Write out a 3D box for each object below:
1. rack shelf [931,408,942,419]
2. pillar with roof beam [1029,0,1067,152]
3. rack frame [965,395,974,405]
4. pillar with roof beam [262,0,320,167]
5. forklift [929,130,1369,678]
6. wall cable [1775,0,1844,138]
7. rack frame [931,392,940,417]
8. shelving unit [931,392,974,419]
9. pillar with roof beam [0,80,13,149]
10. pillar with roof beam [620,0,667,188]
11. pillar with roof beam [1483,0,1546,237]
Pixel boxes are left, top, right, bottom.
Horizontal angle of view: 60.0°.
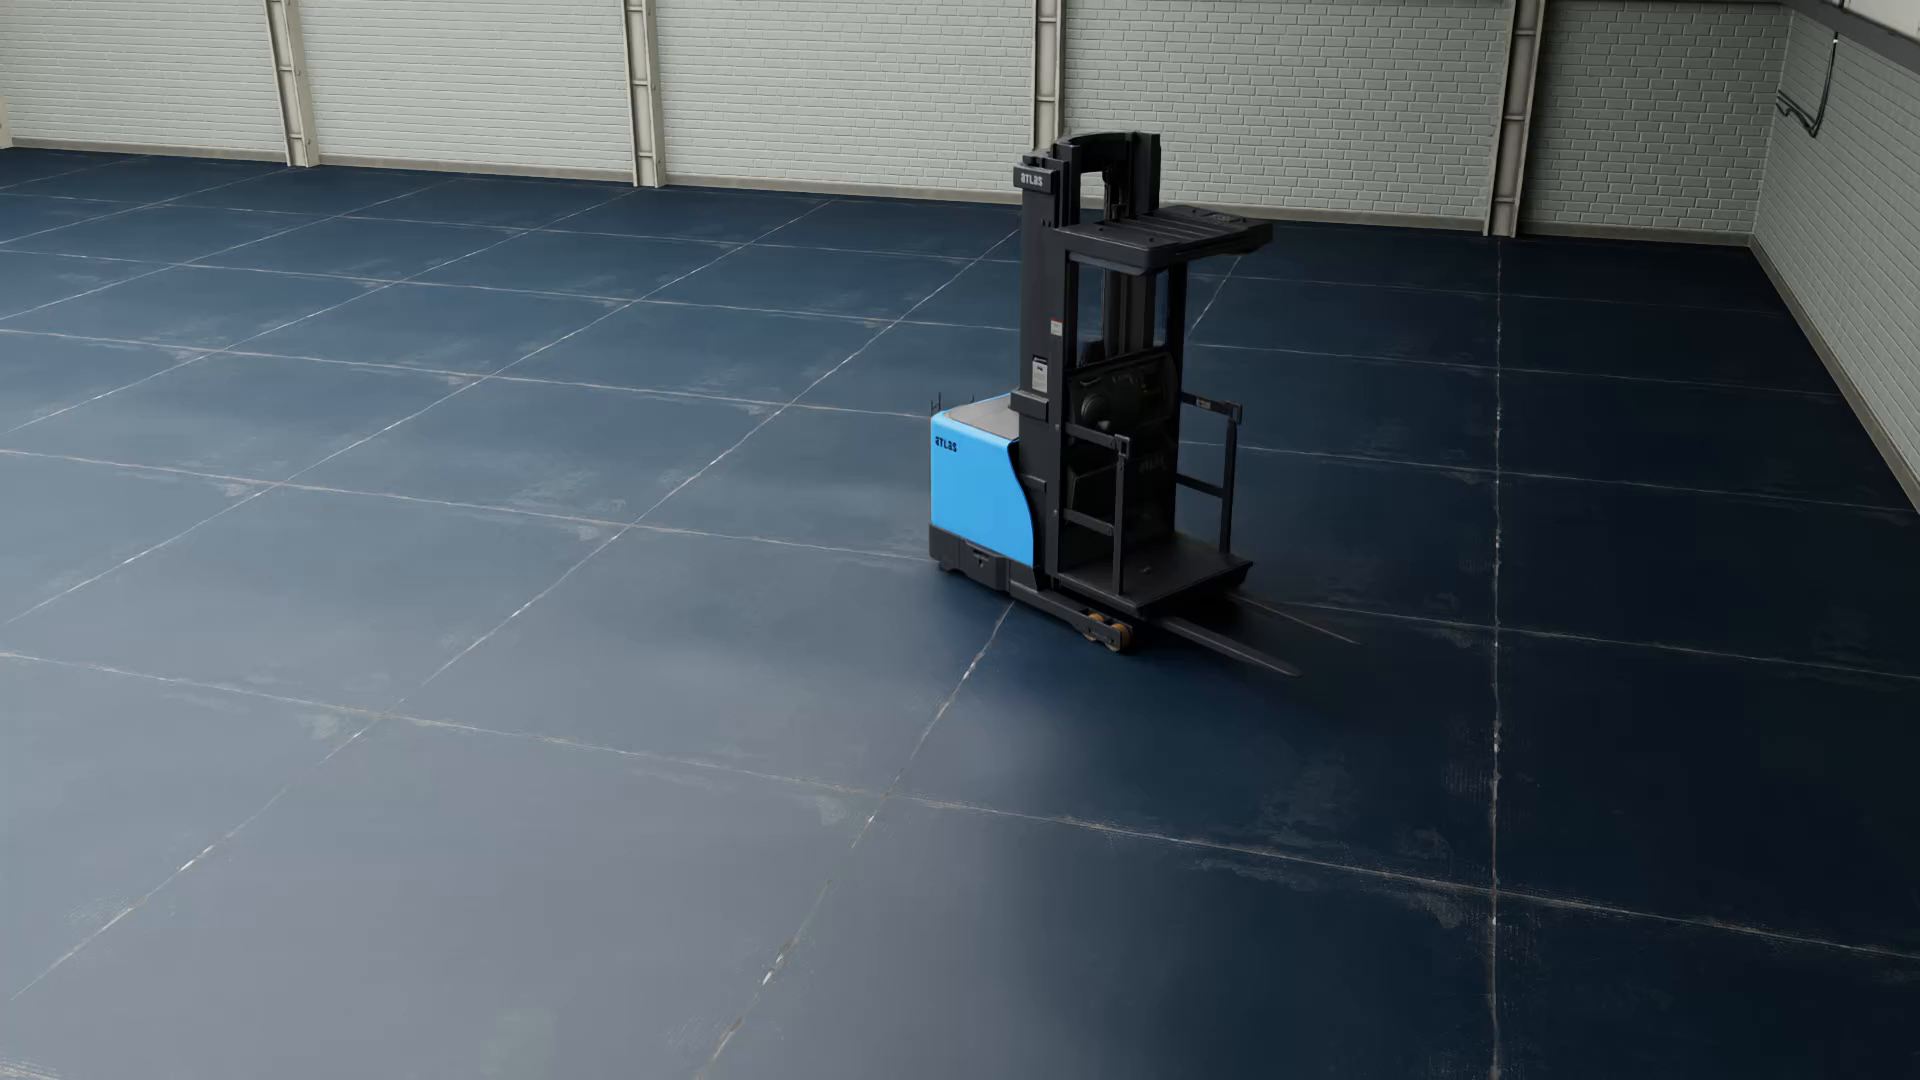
[{"bbox_3d":[-0.051,-0.744,11.481,0.240,0.259,0.215,7,23,15],"label":"rack shelf"},{"bbox_3d":[-0.067,-7.182,17.421,0.400,9.000,9.100,7,23,16],"label":"pillar with roof beam"},{"bbox_3d":[0.066,-0.478,11.552,0.008,1.050,0.200,7,23,15],"label":"rack frame"},{"bbox_3d":[-11.555,-8.497,20.628,0.400,9.000,9.100,7,23,16],"label":"pillar with roof beam"},{"bbox_3d":[1.143,-0.897,10.095,1.130,2.935,3.031,-19,29,-38],"label":"forklift"},{"bbox_3d":[9.359,-5.848,18.261,0.112,2.526,3.097,7,23,16],"label":"wall cable"},{"bbox_3d":[-0.168,-0.505,11.618,0.008,1.050,0.200,7,23,15],"label":"rack frame"},{"bbox_3d":[-0.051,-0.492,11.585,0.252,1.050,0.215,7,23,15],"label":"shelving unit"},{"bbox_3d":[-17.299,-9.155,22.232,0.400,9.000,9.100,7,23,16],"label":"pillar with roof beam"},{"bbox_3d":[-5.811,-7.840,19.025,0.400,9.000,9.100,7,23,16],"label":"pillar with roof beam"},{"bbox_3d":[5.677,-6.524,15.818,0.400,9.000,9.100,7,23,16],"label":"pillar with roof beam"}]
